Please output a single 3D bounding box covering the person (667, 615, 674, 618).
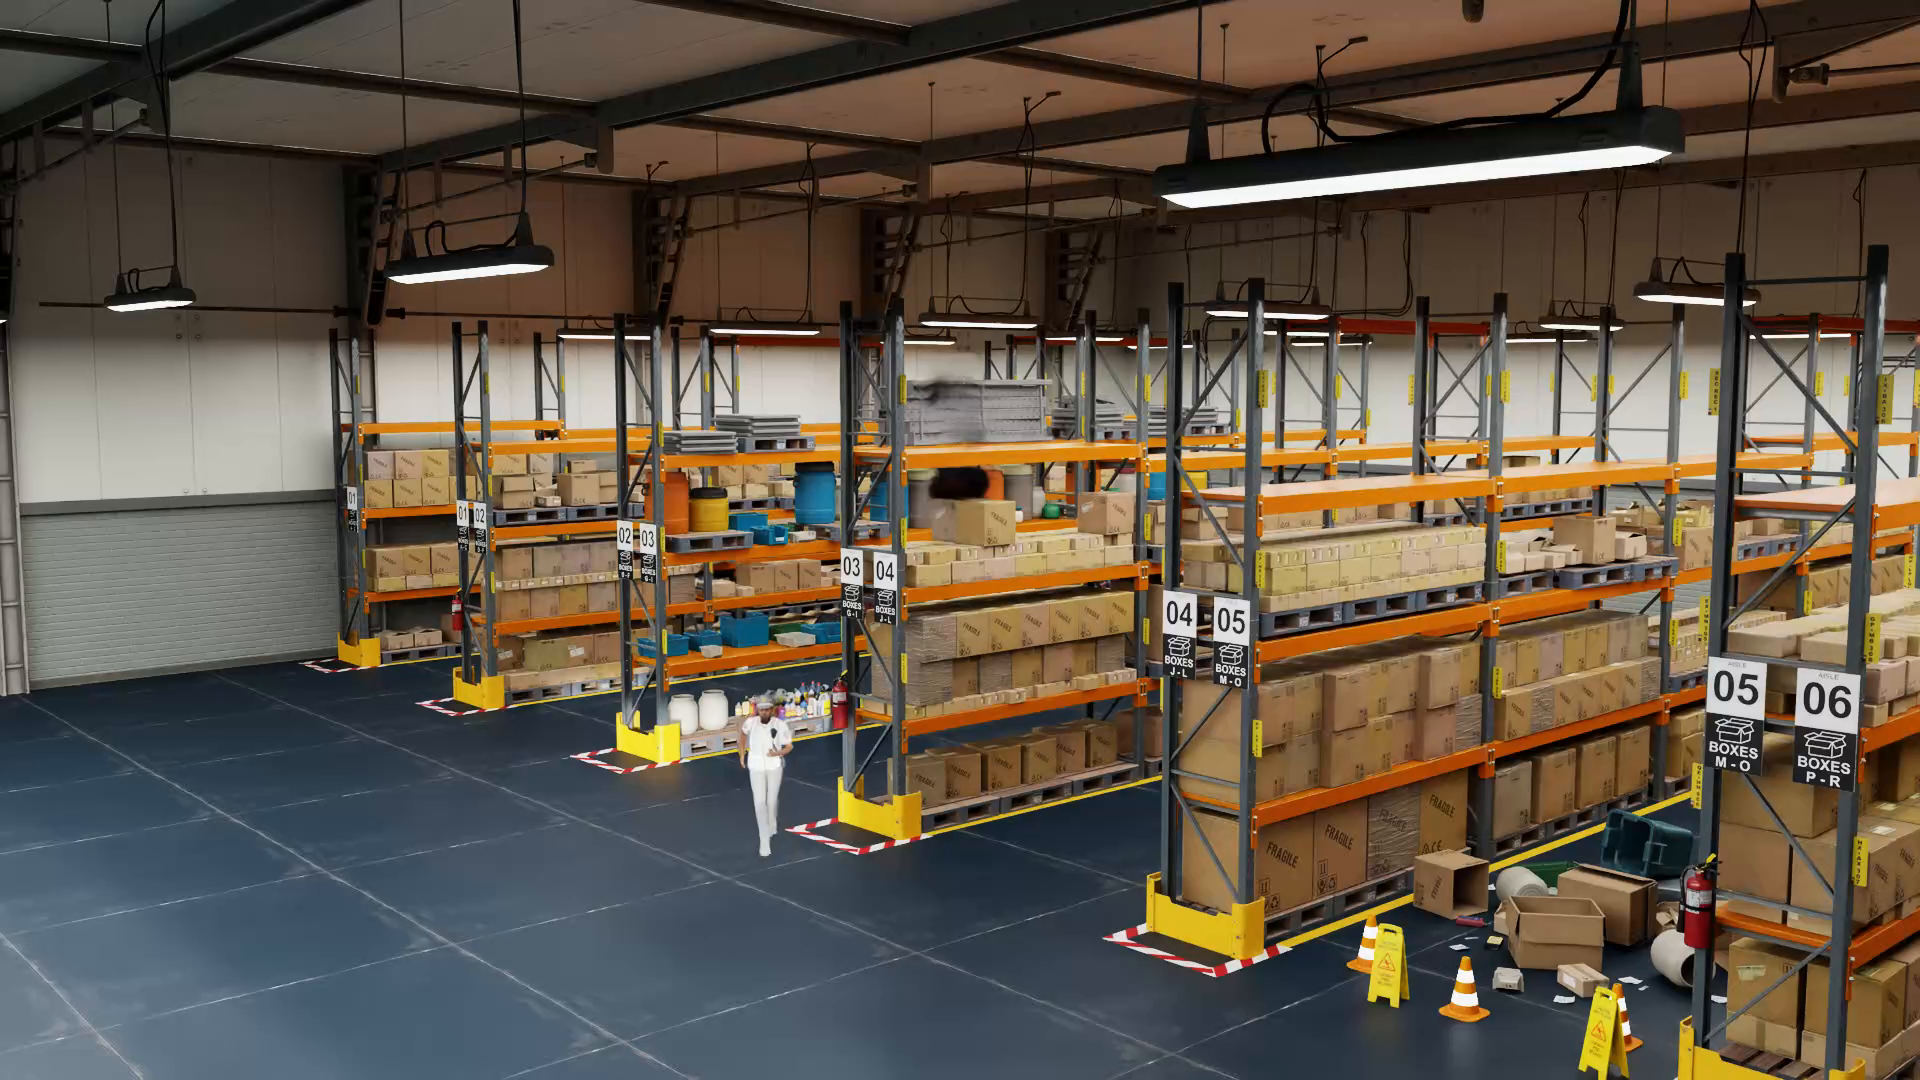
[{"bbox_3d":[-5.341,1.269,30.298,0.688,1.788,0.912,4,7,38],"label":"person"}]

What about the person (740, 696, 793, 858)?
[{"bbox_3d":[-2.123,2.532,18.266,0.601,1.728,0.937,0,6,-1],"label":"person"}]
